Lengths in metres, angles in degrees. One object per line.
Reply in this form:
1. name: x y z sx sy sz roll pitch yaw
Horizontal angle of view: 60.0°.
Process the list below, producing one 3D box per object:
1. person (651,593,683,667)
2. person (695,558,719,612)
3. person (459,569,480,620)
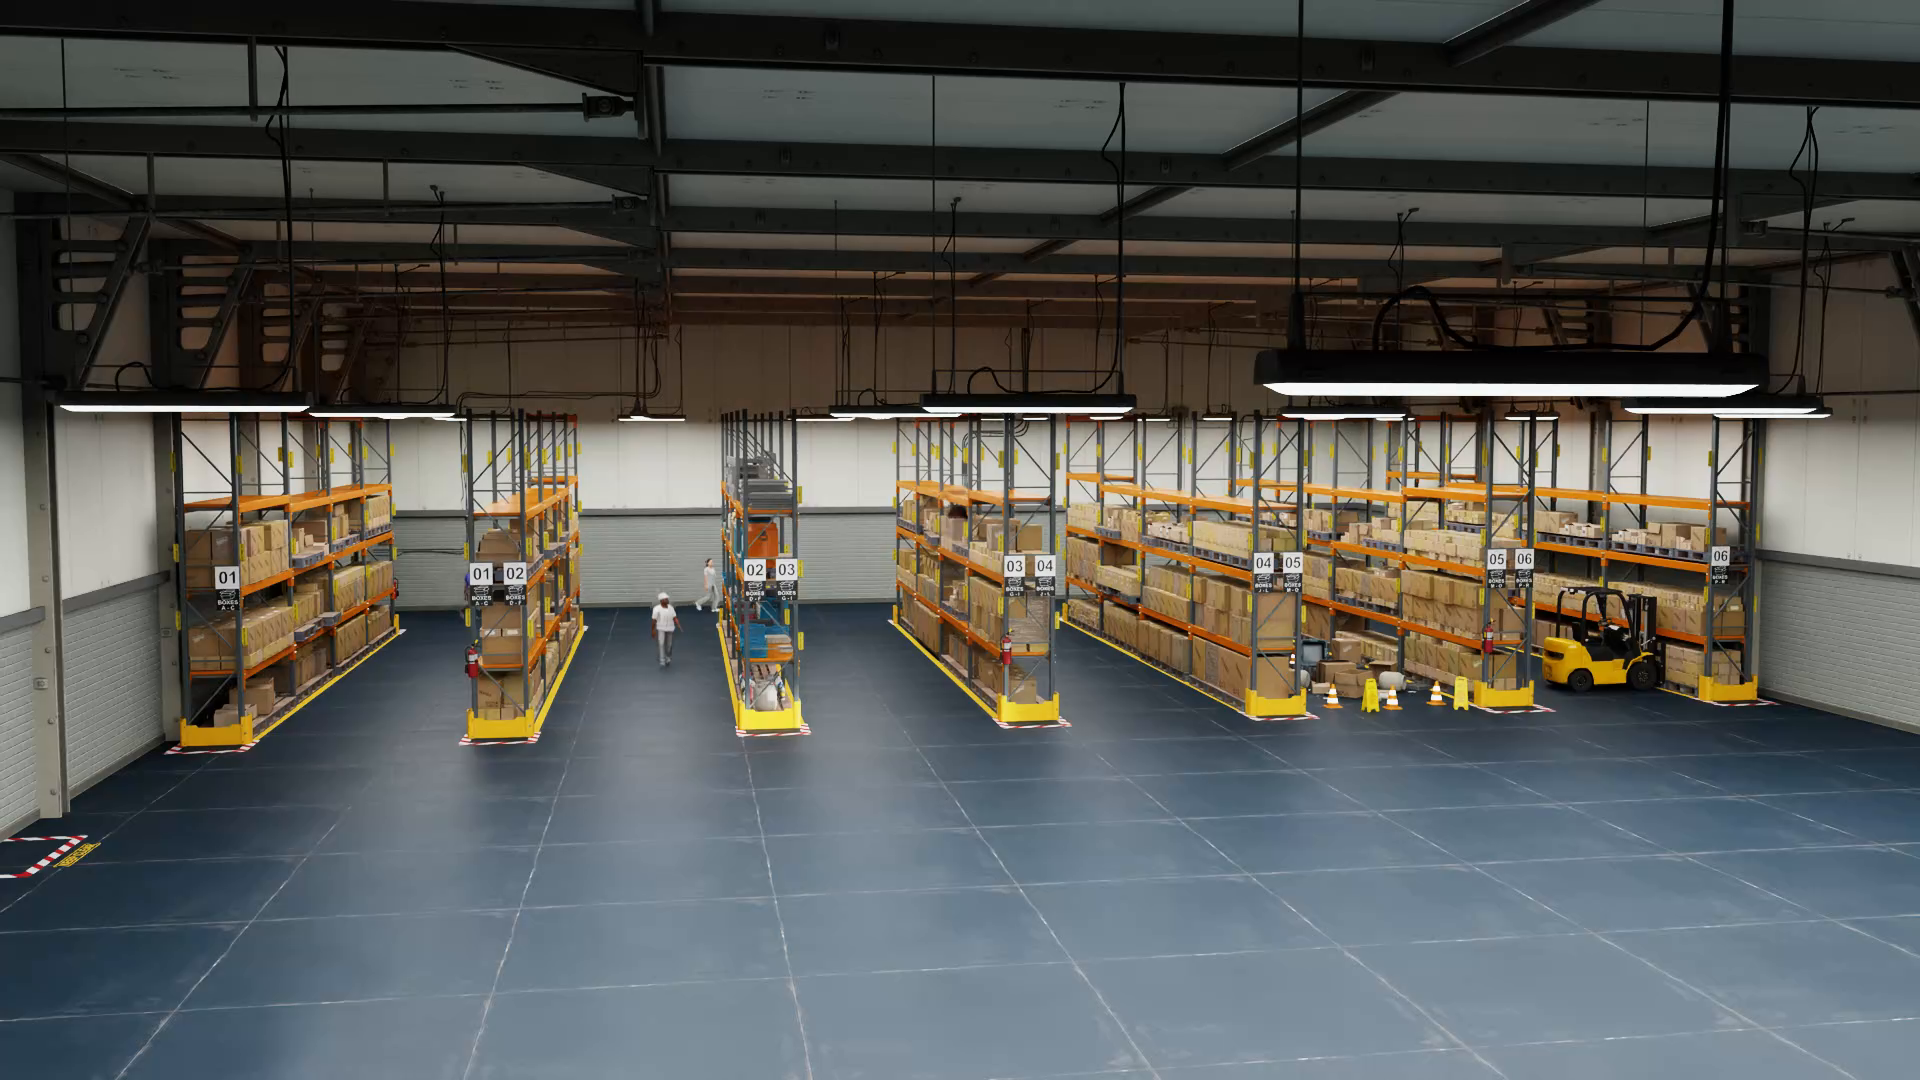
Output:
1. person: -6.927 2.115 39.299 0.732 1.717 1.058 -1 4 -12
2. person: -7.649 1.374 50.599 0.772 1.635 0.508 1 4 19
3. person: -14.296 1.517 48.543 0.587 1.627 0.478 2 4 22
